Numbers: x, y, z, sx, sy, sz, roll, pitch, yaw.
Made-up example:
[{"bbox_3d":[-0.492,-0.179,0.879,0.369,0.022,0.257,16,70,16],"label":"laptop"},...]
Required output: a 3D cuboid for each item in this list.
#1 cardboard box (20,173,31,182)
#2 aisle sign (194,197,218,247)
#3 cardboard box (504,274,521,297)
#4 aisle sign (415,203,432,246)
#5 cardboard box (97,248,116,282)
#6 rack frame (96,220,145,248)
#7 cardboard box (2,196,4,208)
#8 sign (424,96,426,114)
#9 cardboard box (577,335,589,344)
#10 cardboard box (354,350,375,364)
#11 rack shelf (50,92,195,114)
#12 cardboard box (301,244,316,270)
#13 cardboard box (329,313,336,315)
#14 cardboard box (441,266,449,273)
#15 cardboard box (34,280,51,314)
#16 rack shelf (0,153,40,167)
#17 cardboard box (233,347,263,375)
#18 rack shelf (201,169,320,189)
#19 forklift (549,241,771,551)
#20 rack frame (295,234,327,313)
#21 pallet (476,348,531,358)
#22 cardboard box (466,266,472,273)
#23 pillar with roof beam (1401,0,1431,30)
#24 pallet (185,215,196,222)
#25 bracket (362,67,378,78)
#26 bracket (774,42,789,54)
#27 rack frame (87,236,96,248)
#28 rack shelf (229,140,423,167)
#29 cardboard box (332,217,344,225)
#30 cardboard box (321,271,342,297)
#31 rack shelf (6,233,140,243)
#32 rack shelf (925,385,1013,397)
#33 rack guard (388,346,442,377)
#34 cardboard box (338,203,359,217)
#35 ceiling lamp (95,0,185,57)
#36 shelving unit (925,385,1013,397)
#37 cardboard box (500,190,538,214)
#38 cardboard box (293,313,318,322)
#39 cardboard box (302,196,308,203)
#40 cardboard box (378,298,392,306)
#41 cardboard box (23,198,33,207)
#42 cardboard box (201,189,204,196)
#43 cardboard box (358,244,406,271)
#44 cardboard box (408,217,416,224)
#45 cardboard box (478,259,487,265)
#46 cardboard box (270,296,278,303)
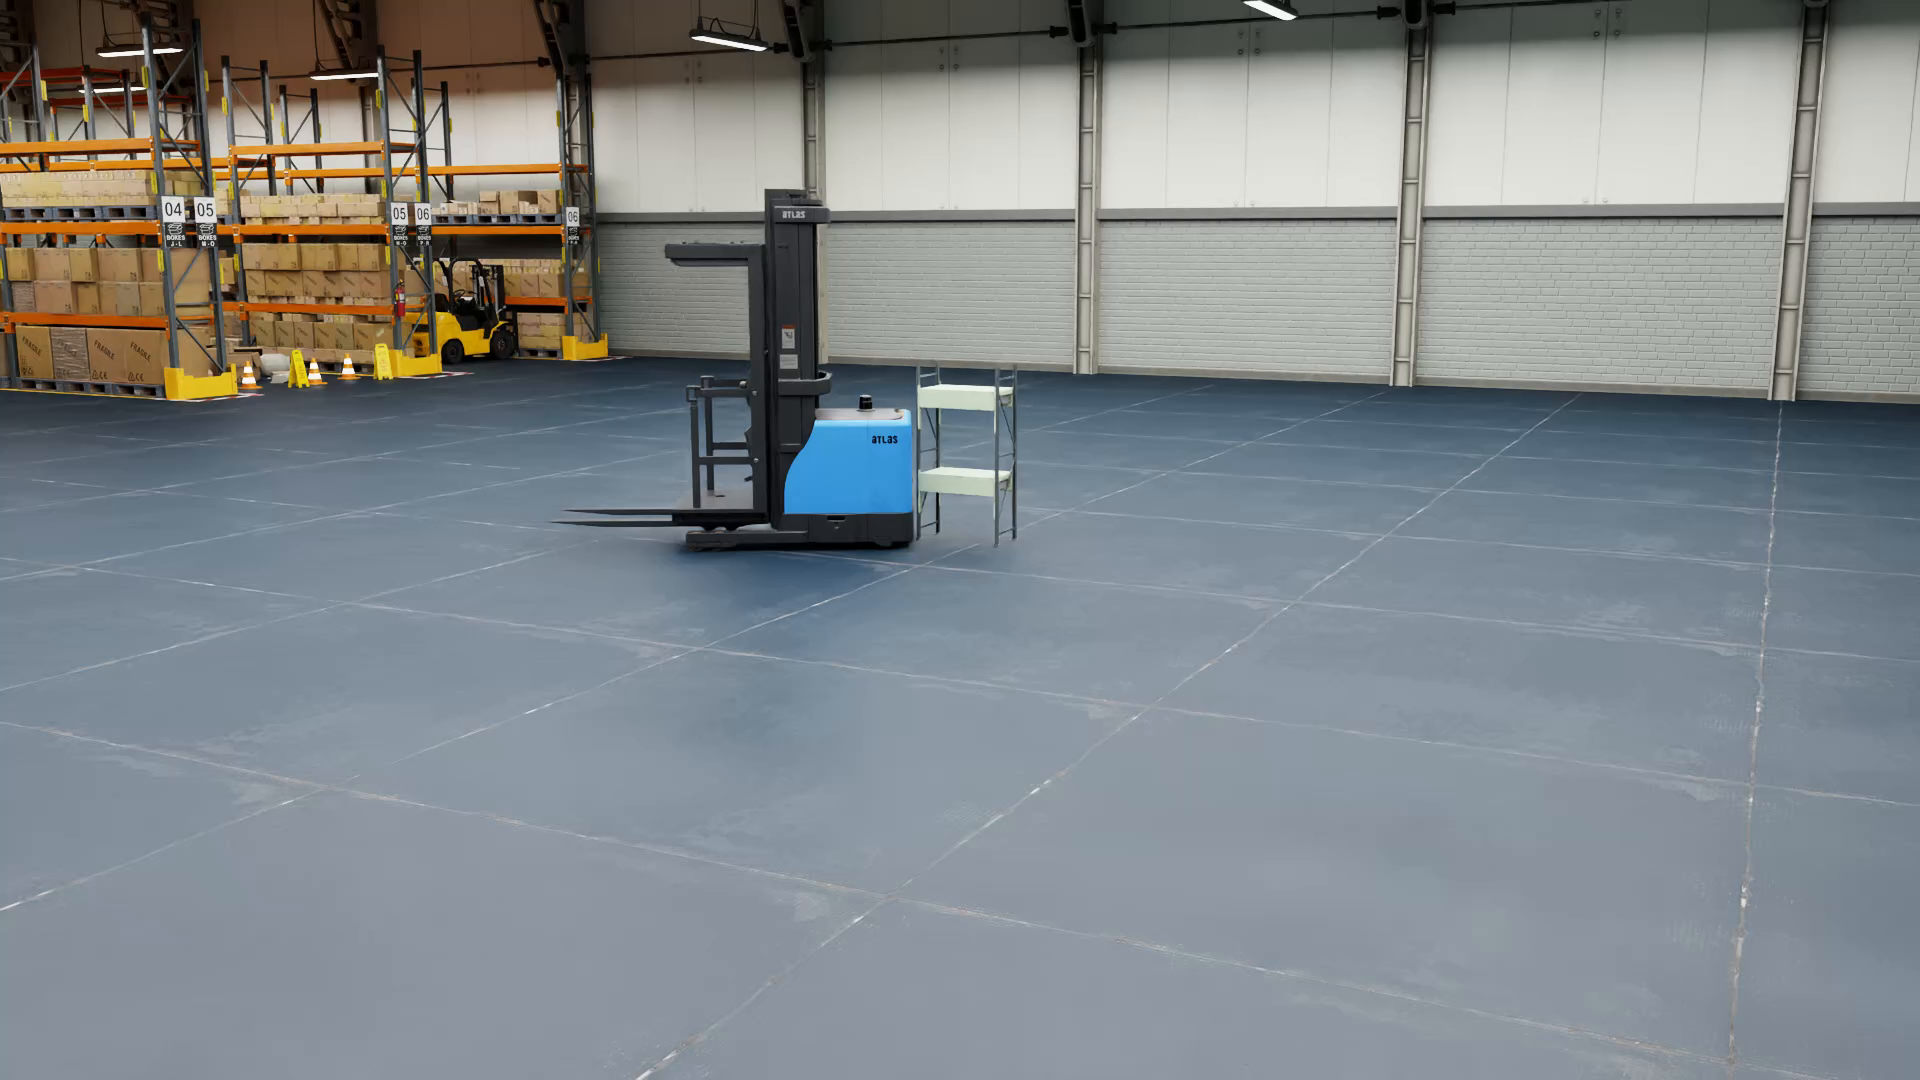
[{"bbox_3d":[-15.371,-6.021,27.657,0.250,0.149,0.380,5,11,25],"label":"cardboard box"},{"bbox_3d":[-12.220,-5.149,26.959,0.004,0.787,0.394,5,11,26],"label":"aisle sign"},{"bbox_3d":[-9.602,-5.548,36.181,0.500,0.500,0.500,5,11,25],"label":"cardboard box"},{"bbox_3d":[-10.124,-5.950,31.384,0.004,0.787,0.394,5,11,26],"label":"aisle sign"},{"bbox_3d":[-13.708,-4.563,27.565,0.550,0.550,0.875,5,11,26],"label":"cardboard box"},{"bbox_3d":[-17.491,-5.257,34.852,0.127,3.000,1.000,5,11,26],"label":"rack frame"},{"bbox_3d":[-16.708,-5.831,28.565,0.500,0.250,0.500,5,11,26],"label":"cardboard box"},{"bbox_3d":[-10.076,-8.163,31.223,0.005,0.325,0.100,5,11,26],"label":"sign"},{"bbox_3d":[-8.478,-4.343,36.345,0.500,0.250,0.500,5,11,26],"label":"cardboard box"},{"bbox_3d":[-11.182,-3.502,31.701,0.500,0.250,0.500,5,11,26],"label":"cardboard box"},{"bbox_3d":[-20.679,-10.756,41.080,4.000,0.370,1.077,5,11,26],"label":"rack shelf"},{"bbox_3d":[-12.211,-5.445,31.972,0.500,0.500,0.700,5,11,25],"label":"cardboard box"},{"bbox_3d":[-14.155,-4.986,38.847,0.625,0.625,0.875,5,12,28],"label":"cardboard box"},{"bbox_3d":[-11.308,-6.016,36.943,0.250,0.149,0.380,5,12,27],"label":"cardboard box"},{"bbox_3d":[-15.164,-4.150,28.315,0.550,0.550,0.875,5,11,26],"label":"cardboard box"},{"bbox_3d":[-17.797,-6.702,29.135,4.000,0.370,1.077,5,11,26],"label":"rack shelf"},{"bbox_3d":[-13.545,-3.411,31.666,0.500,0.500,0.500,-4,11,-23],"label":"cardboard box"},{"bbox_3d":[-17.091,-8.608,39.670,4.000,0.370,1.077,5,11,26],"label":"rack shelf"},{"bbox_3d":[-2.345,-1.343,13.976,2.170,2.733,1.118,0,10,-2],"label":"forklift"},{"bbox_3d":[-15.298,-6.050,39.234,0.127,3.000,1.000,5,11,26],"label":"rack frame"},{"bbox_3d":[-9.918,-4.197,36.827,1.213,0.211,1.003,5,11,26],"label":"pallet"},{"bbox_3d":[-10.639,-5.947,36.566,0.250,0.149,0.380,5,11,25],"label":"cardboard box"},{"bbox_3d":[5.803,-9.392,23.975,0.548,2.987,8.718,5,11,26],"label":"pillar with roof beam"},{"bbox_3d":[-15.342,-6.472,33.672,1.003,0.211,1.213,5,11,26],"label":"pallet"},{"bbox_3d":[-13.515,-10.725,38.113,0.430,0.232,0.235,5,11,26],"label":"bracket"},{"bbox_3d":[-3.498,-9.845,33.249,0.430,0.232,0.235,5,11,26],"label":"bracket"},{"bbox_3d":[-22.474,-6.680,42.714,0.053,2.616,0.949,5,11,26],"label":"rack frame"},{"bbox_3d":[-12.110,-7.380,31.770,4.000,0.370,1.077,5,11,26],"label":"rack shelf"},{"bbox_3d":[-11.663,-6.045,31.494,0.250,0.149,0.380,5,11,25],"label":"cardboard box"},{"bbox_3d":[-11.819,-4.901,31.770,0.500,0.500,0.500,5,11,26],"label":"cardboard box"},{"bbox_3d":[-19.284,-6.536,35.520,4.000,0.370,1.077,5,11,26],"label":"rack shelf"},{"bbox_3d":[0.057,-1.254,14.006,0.686,0.052,0.368,5,11,25],"label":"rack shelf"},{"bbox_3d":[-14.838,-4.446,30.936,7.902,2.800,5.997,5,11,26],"label":"rack guard"},{"bbox_3d":[-11.339,-6.214,31.306,0.500,0.250,0.500,5,11,25],"label":"cardboard box"},{"bbox_3d":[-14.749,-10.406,30.070,2.000,3.185,0.800,5,11,26],"label":"ceiling lamp"},{"bbox_3d":[0.057,-1.254,14.006,0.686,0.052,0.368,5,11,25],"label":"shelving unit"},{"bbox_3d":[-9.503,-7.293,35.940,0.500,0.500,0.700,5,11,26],"label":"cardboard box"},{"bbox_3d":[-12.704,-4.313,32.254,0.250,0.149,0.380,6,12,29],"label":"cardboard box"},{"bbox_3d":[-12.335,-6.500,31.766,0.250,0.149,0.380,5,12,27],"label":"cardboard box"},{"bbox_3d":[-10.747,-4.498,31.365,0.250,0.149,0.380,5,12,28],"label":"cardboard box"},{"bbox_3d":[-15.371,-5.628,27.728,0.250,0.149,0.380,5,11,26],"label":"cardboard box"},{"bbox_3d":[-15.405,-6.898,33.340,0.500,0.250,0.500,5,12,27],"label":"cardboard box"},{"bbox_3d":[-10.871,-5.319,31.274,0.500,0.500,0.700,5,11,24],"label":"cardboard box"},{"bbox_3d":[-10.470,-6.057,31.555,0.250,0.149,0.380,5,11,26],"label":"cardboard box"},{"bbox_3d":[-10.366,-6.088,36.508,0.250,0.149,0.380,5,11,26],"label":"cardboard box"},{"bbox_3d":[-13.262,-4.714,32.560,0.250,0.149,0.380,5,11,26],"label":"cardboard box"}]
